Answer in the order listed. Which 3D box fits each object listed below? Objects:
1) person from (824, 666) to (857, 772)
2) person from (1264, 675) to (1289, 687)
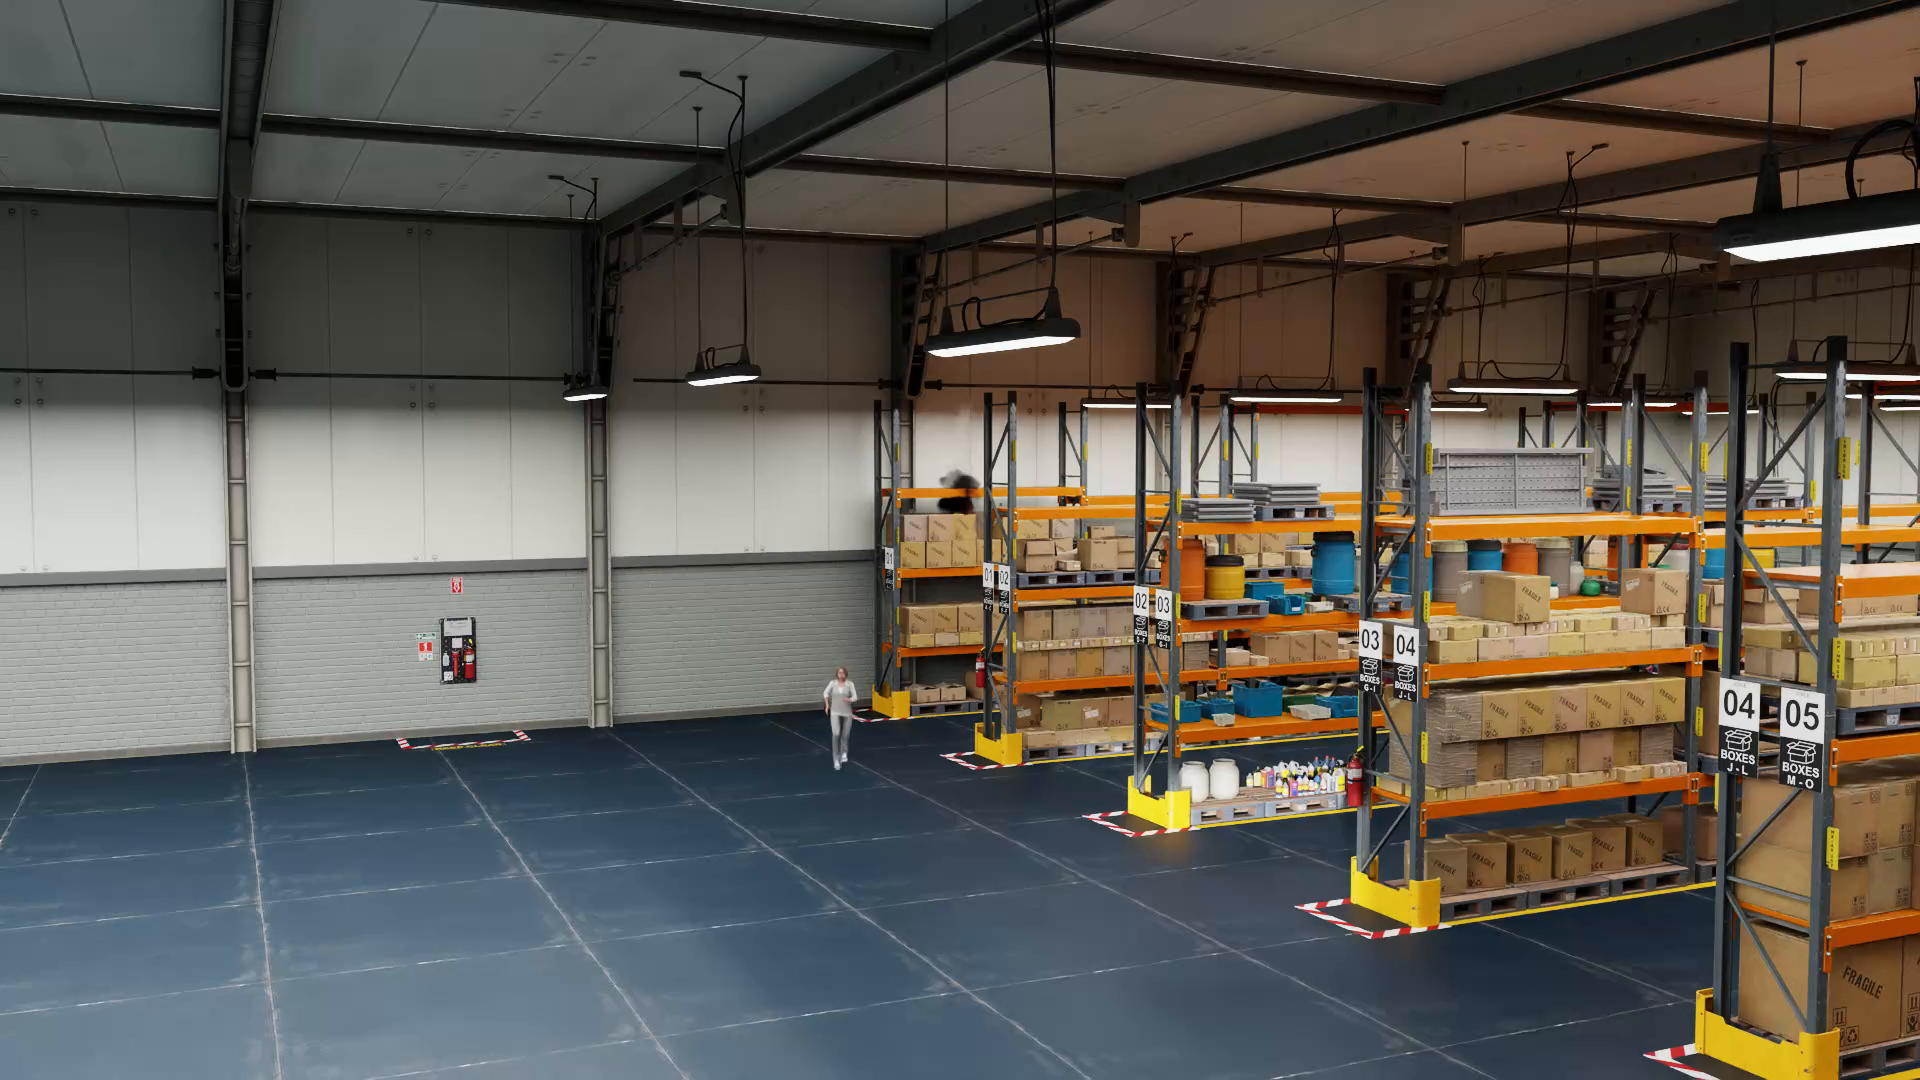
[{"bbox_3d":[-1.897,2.818,26.476,0.511,1.646,0.733,0,3,-8],"label":"person"},{"bbox_3d":[6.093,2.532,31.603,0.703,1.581,0.523,-1,4,-23],"label":"person"}]
